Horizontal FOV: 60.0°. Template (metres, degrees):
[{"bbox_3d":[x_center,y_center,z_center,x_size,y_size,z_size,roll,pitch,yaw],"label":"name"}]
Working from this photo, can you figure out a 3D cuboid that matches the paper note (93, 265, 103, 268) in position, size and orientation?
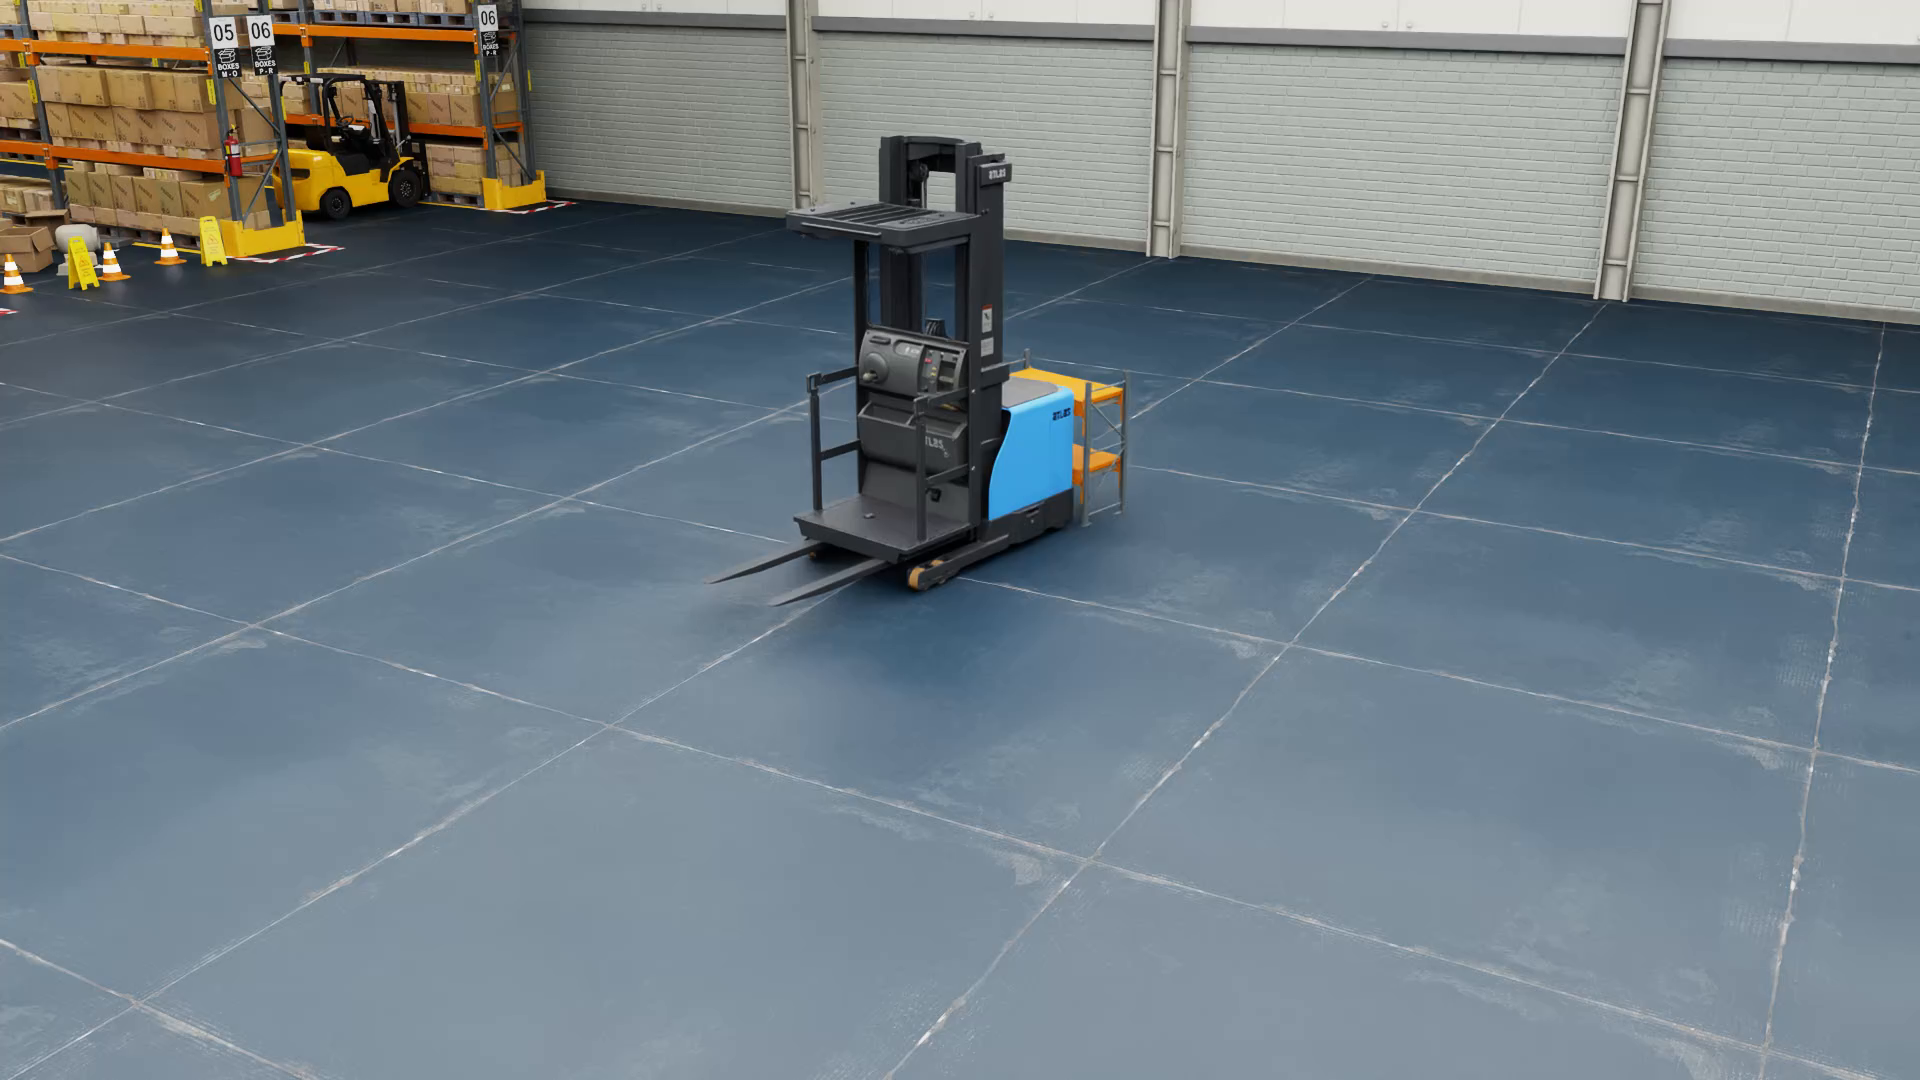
[{"bbox_3d":[-11.663,-3.715,22.561,0.142,0.019,0.148,3,20,9],"label":"paper note"}]

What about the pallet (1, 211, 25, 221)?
[{"bbox_3d":[-15.108,-5.232,26.478,1.213,0.211,1.003,11,23,27],"label":"pallet"}]

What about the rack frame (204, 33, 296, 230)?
[{"bbox_3d":[-9.867,-5.546,23.255,0.127,3.000,1.000,11,23,27],"label":"rack frame"}]

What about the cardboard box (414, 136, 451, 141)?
[{"bbox_3d":[-9.090,-6.791,28.637,0.500,0.250,0.500,10,22,26],"label":"cardboard box"}]

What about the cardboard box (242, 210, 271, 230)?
[{"bbox_3d":[-10.436,-4.667,24.249,0.500,0.250,0.500,11,22,27],"label":"cardboard box"}]

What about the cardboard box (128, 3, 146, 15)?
[{"bbox_3d":[-11.366,-7.424,23.232,0.250,0.149,0.380,10,22,26],"label":"cardboard box"}]

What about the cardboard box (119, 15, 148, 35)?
[{"bbox_3d":[-11.339,-7.199,23.197,0.500,0.250,0.500,12,23,29],"label":"cardboard box"}]

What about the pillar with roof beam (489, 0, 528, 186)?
[{"bbox_3d":[-9.717,-8.947,23.833,0.400,9.000,9.100,11,23,27],"label":"pillar with roof beam"}]

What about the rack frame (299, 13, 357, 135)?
[{"bbox_3d":[-10.941,-7.689,29.164,0.127,3.000,1.000,11,23,27],"label":"rack frame"}]

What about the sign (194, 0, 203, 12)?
[{"bbox_3d":[-10.155,-7.210,22.146,0.005,0.325,0.100,11,23,27],"label":"sign"}]

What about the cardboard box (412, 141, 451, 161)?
[{"bbox_3d":[-8.897,-6.547,27.964,0.500,0.250,0.500,11,23,28],"label":"cardboard box"}]

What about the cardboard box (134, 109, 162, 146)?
[{"bbox_3d":[-11.345,-5.910,23.675,0.500,0.500,0.500,11,23,27],"label":"cardboard box"}]

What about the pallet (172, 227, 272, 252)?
[{"bbox_3d":[-10.625,-4.393,24.166,1.213,0.211,1.003,11,23,27],"label":"pallet"}]

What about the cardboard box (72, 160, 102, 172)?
[{"bbox_3d":[-12.895,-5.556,24.649,0.250,0.149,0.380,11,23,28],"label":"cardboard box"}]

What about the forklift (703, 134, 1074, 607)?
[{"bbox_3d":[-0.470,-1.217,11.422,1.130,2.935,3.031,16,25,37],"label":"forklift"}]

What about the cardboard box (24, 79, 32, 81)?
[{"bbox_3d":[-14.066,-6.842,25.628,0.500,0.500,0.500,11,23,27],"label":"cardboard box"}]

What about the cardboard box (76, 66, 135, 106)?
[{"bbox_3d":[-12.220,-6.547,23.966,0.500,0.500,0.700,10,22,26],"label":"cardboard box"}]

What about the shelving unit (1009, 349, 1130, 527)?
[{"bbox_3d":[0.740,-0.814,12.959,1.048,1.125,0.538,18,27,40],"label":"shelving unit"}]

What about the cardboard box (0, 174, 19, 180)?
[{"bbox_3d":[-15.714,-5.621,26.700,0.625,0.372,0.950,10,22,26],"label":"cardboard box"}]

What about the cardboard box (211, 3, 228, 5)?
[{"bbox_3d":[-10.305,-7.370,23.083,0.250,0.149,0.380,11,23,27],"label":"cardboard box"}]

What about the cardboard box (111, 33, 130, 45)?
[{"bbox_3d":[-11.677,-7.056,23.388,0.250,0.149,0.380,10,22,27],"label":"cardboard box"}]

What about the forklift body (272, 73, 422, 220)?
[{"bbox_3d":[-9.994,-6.397,26.847,1.214,2.155,2.313,11,23,27],"label":"forklift body"}]

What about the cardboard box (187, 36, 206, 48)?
[{"bbox_3d":[-10.315,-6.814,22.720,0.250,0.149,0.380,11,23,28],"label":"cardboard box"}]

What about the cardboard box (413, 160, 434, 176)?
[{"bbox_3d":[-8.920,-6.318,28.067,0.500,0.250,0.500,10,22,26],"label":"cardboard box"}]

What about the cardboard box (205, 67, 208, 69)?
[{"bbox_3d":[-13.768,-8.702,30.859,0.250,0.149,0.380,11,23,29],"label":"cardboard box"}]

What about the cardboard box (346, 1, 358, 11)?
[{"bbox_3d":[-10.027,-8.933,27.799,0.250,0.149,0.380,12,23,29],"label":"cardboard box"}]

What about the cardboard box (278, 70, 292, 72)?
[{"bbox_3d":[-12.231,-8.391,30.001,0.250,0.149,0.380,11,22,27],"label":"cardboard box"}]

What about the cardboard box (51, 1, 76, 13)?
[{"bbox_3d":[-12.776,-7.647,23.848,0.250,0.149,0.380,10,22,26],"label":"cardboard box"}]

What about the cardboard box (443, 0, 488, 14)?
[{"bbox_3d":[-7.954,-8.727,26.716,0.500,0.500,0.500,12,23,29],"label":"cardboard box"}]

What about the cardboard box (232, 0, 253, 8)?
[{"bbox_3d":[-12.362,-9.477,29.063,0.500,0.311,0.500,10,22,25],"label":"cardboard box"}]

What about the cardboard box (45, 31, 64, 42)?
[{"bbox_3d":[-13.006,-7.317,24.108,0.250,0.149,0.380,11,23,27],"label":"cardboard box"}]

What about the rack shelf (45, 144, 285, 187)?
[{"bbox_3d":[-11.613,-5.540,24.294,4.000,0.370,1.077,11,23,27],"label":"rack shelf"}]

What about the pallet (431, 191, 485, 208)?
[{"bbox_3d":[-8.137,-5.828,28.122,1.213,0.211,1.003,11,23,27],"label":"pallet"}]

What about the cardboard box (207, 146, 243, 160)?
[{"bbox_3d":[-10.297,-5.426,23.293,0.250,0.149,0.380,12,23,29],"label":"cardboard box"}]

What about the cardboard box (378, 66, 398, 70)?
[{"bbox_3d":[-9.830,-8.101,28.764,0.250,0.149,0.380,10,22,26],"label":"cardboard box"}]

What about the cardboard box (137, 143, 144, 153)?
[{"bbox_3d":[-11.622,-5.686,24.010,0.250,0.149,0.380,11,23,27],"label":"cardboard box"}]

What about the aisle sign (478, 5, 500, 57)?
[{"bbox_3d":[-7.535,-8.148,26.616,0.004,0.787,0.394,11,23,27],"label":"aisle sign"}]

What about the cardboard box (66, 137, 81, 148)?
[{"bbox_3d":[-12.994,-5.918,24.650,0.250,0.149,0.380,12,23,29],"label":"cardboard box"}]

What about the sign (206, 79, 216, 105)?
[{"bbox_3d":[-10.155,-6.077,22.557,0.005,0.325,0.100,11,23,27],"label":"sign"}]

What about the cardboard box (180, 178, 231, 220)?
[{"bbox_3d":[-10.693,-4.859,23.677,0.500,0.500,0.500,11,23,28],"label":"cardboard box"}]

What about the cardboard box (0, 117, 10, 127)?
[{"bbox_3d":[-14.407,-6.375,25.293,0.250,0.149,0.380,10,22,26],"label":"cardboard box"}]

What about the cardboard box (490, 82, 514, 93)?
[{"bbox_3d":[-7.619,-7.510,27.571,0.250,0.149,0.380,10,22,26],"label":"cardboard box"}]

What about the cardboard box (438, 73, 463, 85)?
[{"bbox_3d":[-8.337,-7.580,27.328,0.250,0.149,0.380,11,23,28],"label":"cardboard box"}]

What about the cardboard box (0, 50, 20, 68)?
[{"bbox_3d":[-19.096,-9.768,33.579,0.500,0.500,0.500,10,22,26],"label":"cardboard box"}]

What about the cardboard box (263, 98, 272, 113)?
[{"bbox_3d":[-11.950,-7.707,29.432,0.500,0.250,0.500,11,22,27],"label":"cardboard box"}]

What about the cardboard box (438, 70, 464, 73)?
[{"bbox_3d":[-8.539,-7.810,27.964,0.250,0.149,0.380,12,23,29],"label":"cardboard box"}]

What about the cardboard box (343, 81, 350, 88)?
[{"bbox_3d":[-10.323,-7.832,28.460,0.250,0.149,0.380,11,23,27],"label":"cardboard box"}]

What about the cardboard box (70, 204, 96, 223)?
[{"bbox_3d":[-12.975,-4.937,24.994,0.500,0.250,0.500,10,22,25],"label":"cardboard box"}]

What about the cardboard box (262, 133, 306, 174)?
[{"bbox_3d":[-12.076,-6.985,30.089,0.625,0.625,0.875,11,22,27],"label":"cardboard box"}]

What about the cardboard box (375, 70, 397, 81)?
[{"bbox_3d":[-9.644,-7.849,28.070,0.250,0.149,0.380,11,23,27],"label":"cardboard box"}]

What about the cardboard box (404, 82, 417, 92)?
[{"bbox_3d":[-9.020,-7.556,27.699,0.250,0.149,0.380,11,23,28],"label":"cardboard box"}]

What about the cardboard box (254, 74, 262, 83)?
[{"bbox_3d":[-12.262,-8.192,29.453,0.250,0.149,0.380,10,22,26],"label":"cardboard box"}]

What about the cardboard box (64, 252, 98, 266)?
[{"bbox_3d":[-11.995,-3.822,22.684,0.380,0.149,0.250,-11,23,-29],"label":"cardboard box"}]

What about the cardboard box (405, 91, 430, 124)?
[{"bbox_3d":[-8.903,-7.249,27.803,0.500,0.500,0.500,10,22,26],"label":"cardboard box"}]

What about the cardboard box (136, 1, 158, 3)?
[{"bbox_3d":[-11.575,-7.661,23.885,0.250,0.149,0.380,11,23,28],"label":"cardboard box"}]
